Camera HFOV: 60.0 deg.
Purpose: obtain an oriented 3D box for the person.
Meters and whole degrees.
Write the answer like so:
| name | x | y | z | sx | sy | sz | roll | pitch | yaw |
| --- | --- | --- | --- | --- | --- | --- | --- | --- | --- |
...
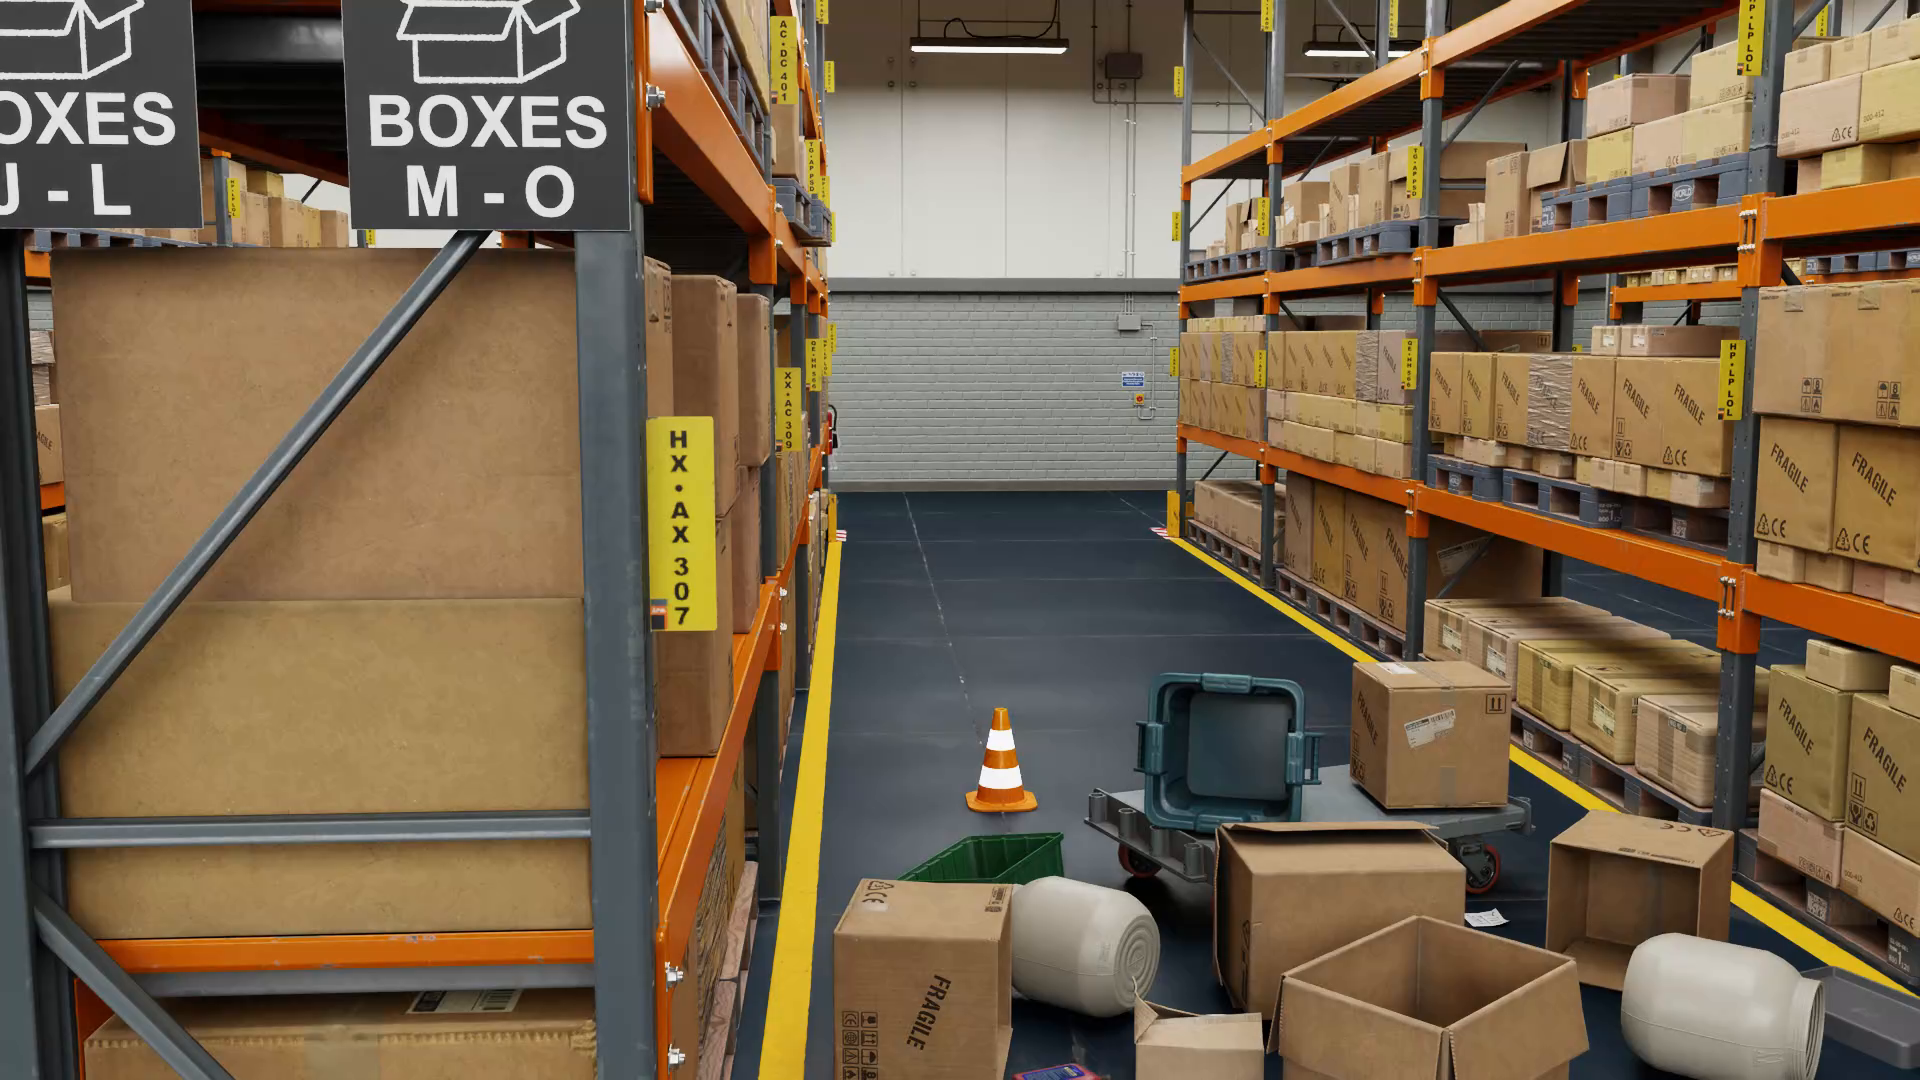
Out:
| name | x | y | z | sx | sy | sz | roll | pitch | yaw |
| --- | --- | --- | --- | --- | --- | --- | --- | --- | --- |
| person | 0.895 | -1.397 | 13.404 | 5.811 | 2.357 | 21.904 | 0 | 7 | -3 |
